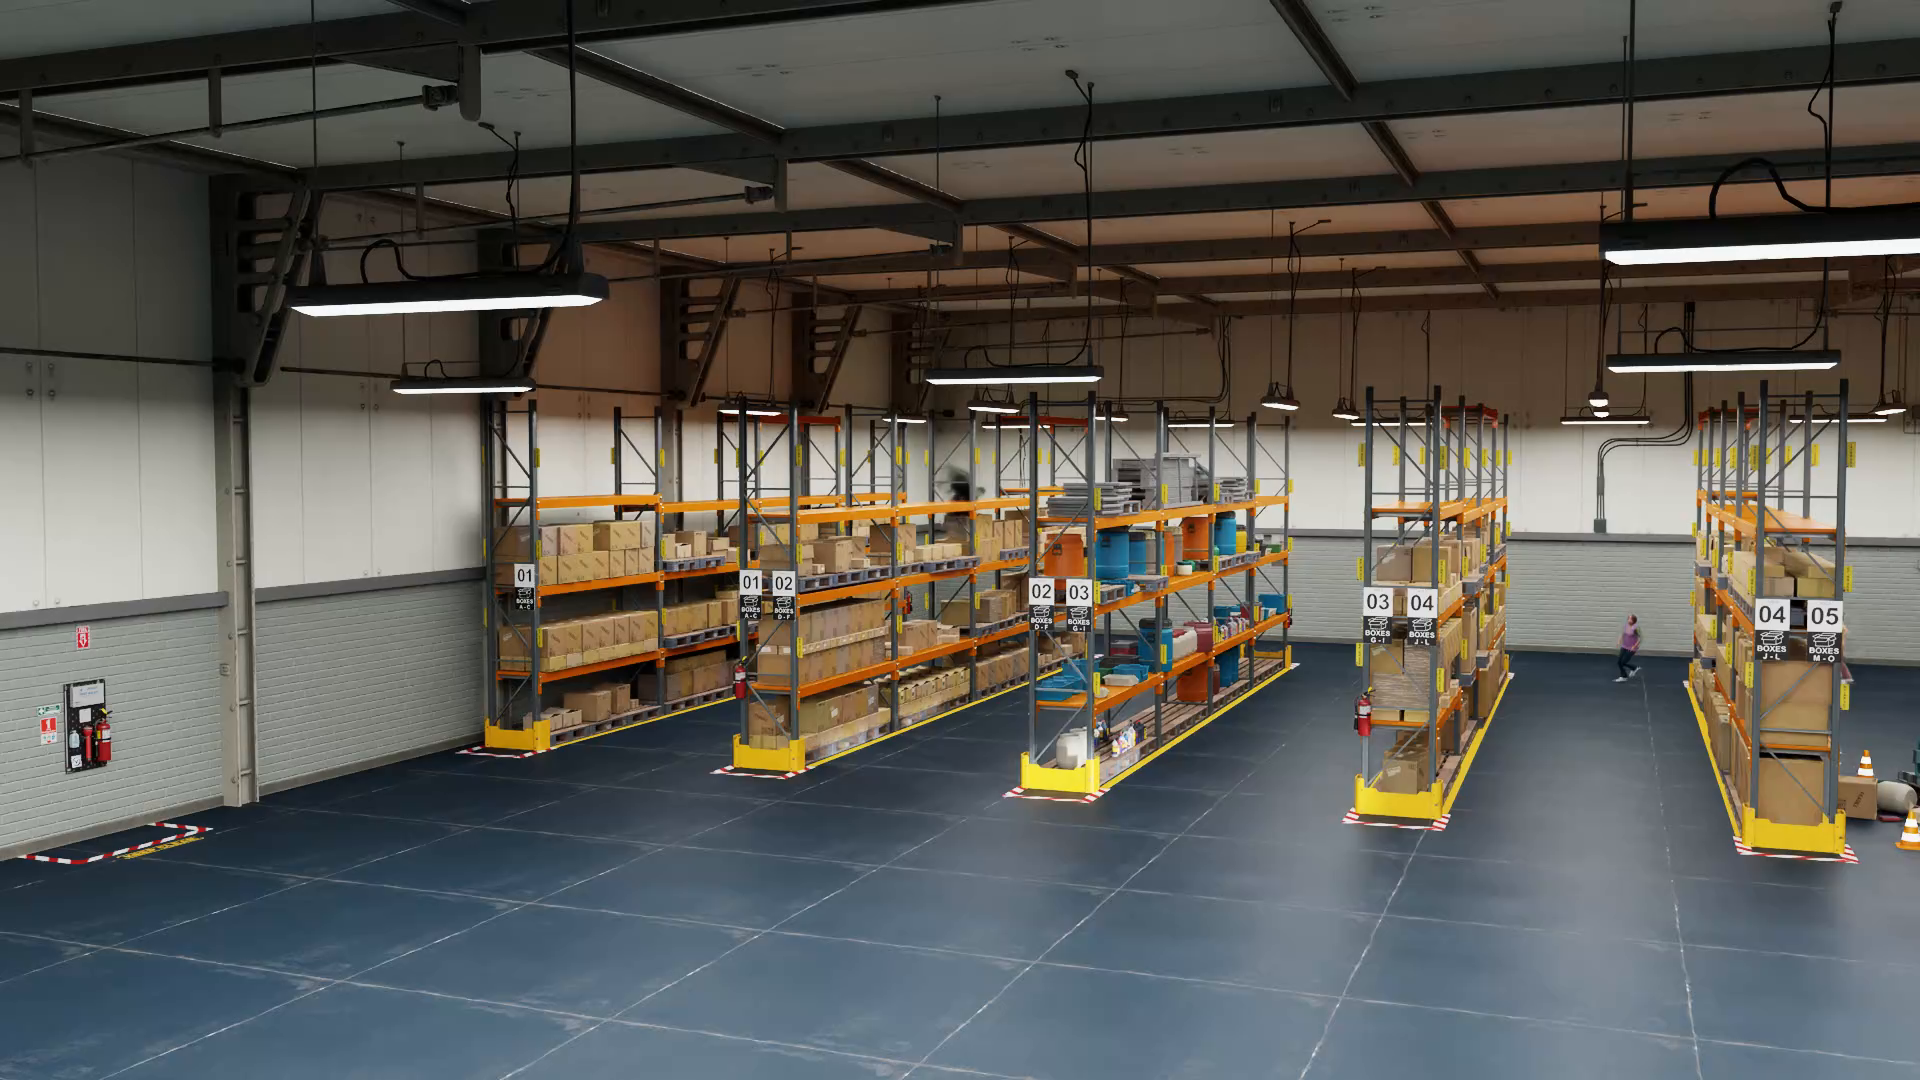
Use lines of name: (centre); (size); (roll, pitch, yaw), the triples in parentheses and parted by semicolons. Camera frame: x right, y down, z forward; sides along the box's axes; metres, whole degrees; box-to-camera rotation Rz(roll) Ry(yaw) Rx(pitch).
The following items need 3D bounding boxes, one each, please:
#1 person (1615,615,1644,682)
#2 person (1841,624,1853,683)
person: (14.936, 2.419, 37.051); (0.504, 1.538, 0.585); (-1, 3, -23)
person: (19.294, 2.360, 36.697); (0.760, 1.684, 0.540); (1, 3, 28)
